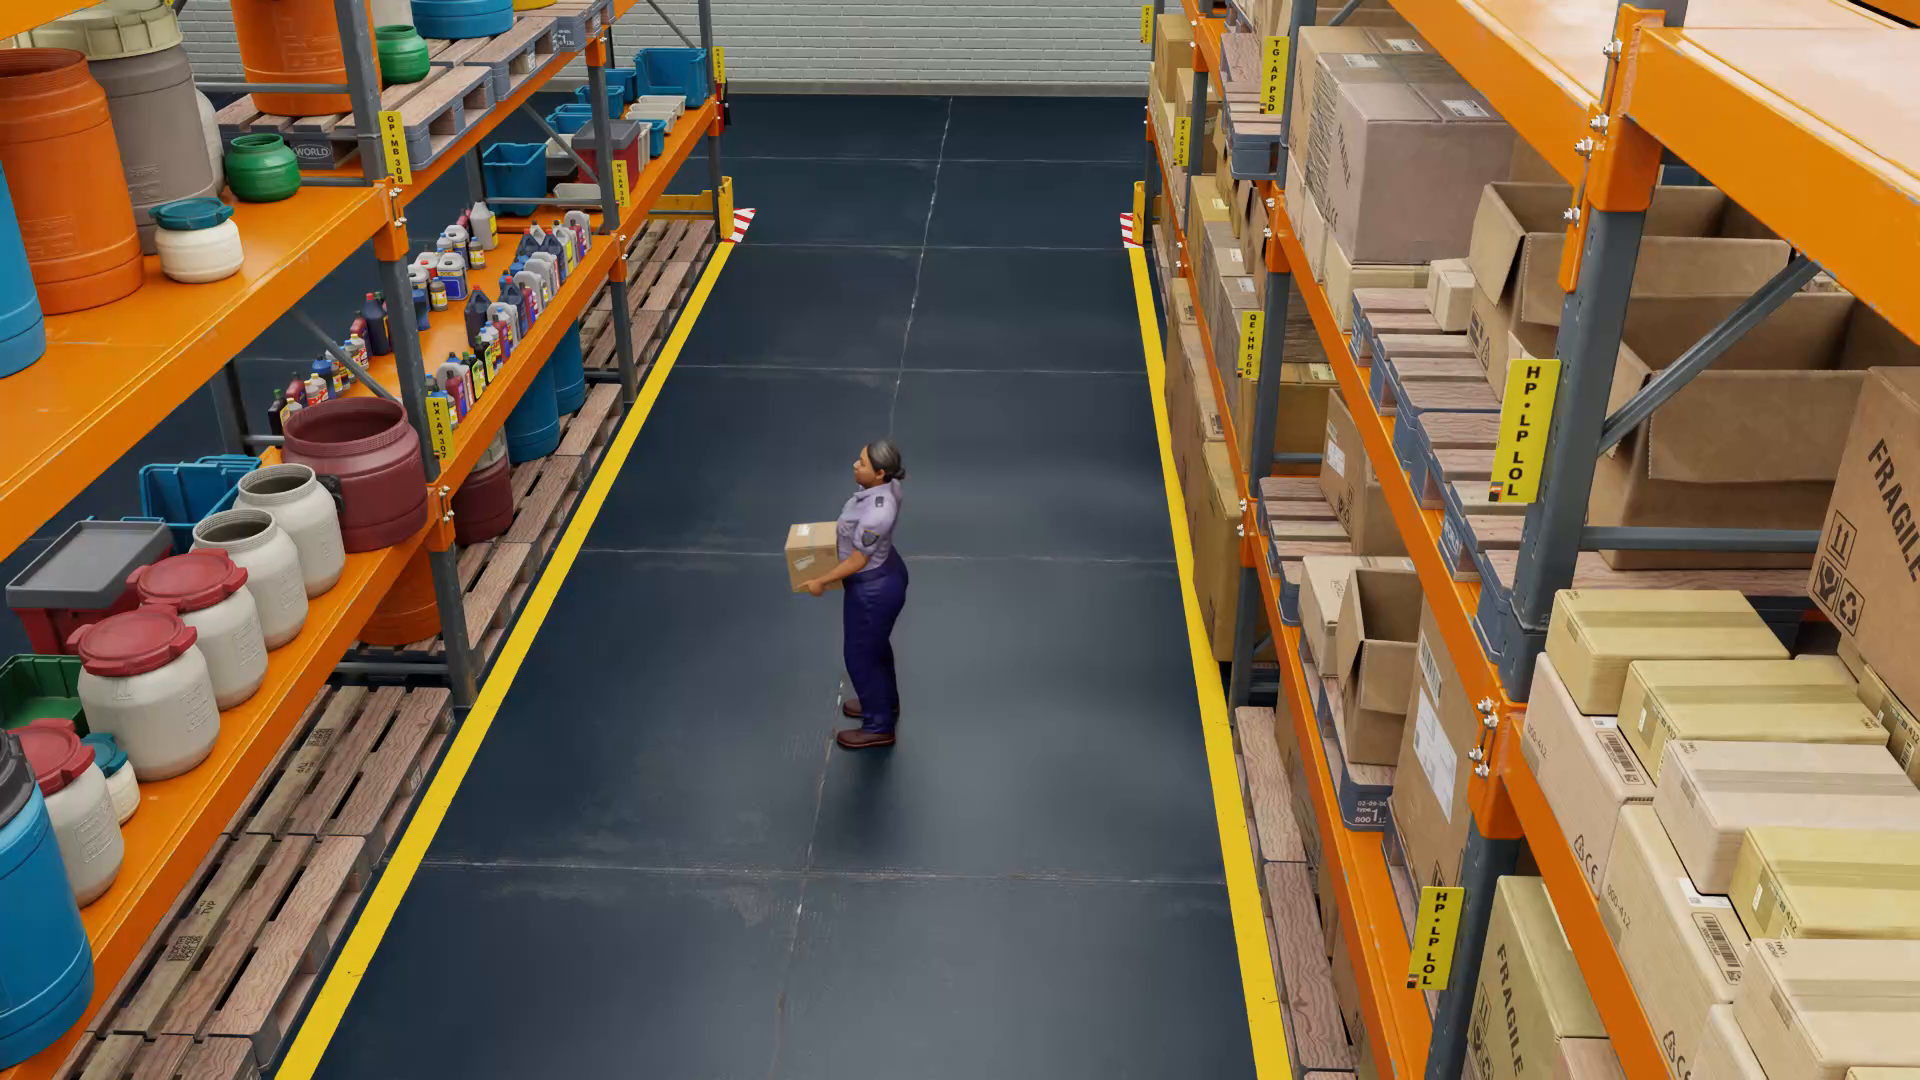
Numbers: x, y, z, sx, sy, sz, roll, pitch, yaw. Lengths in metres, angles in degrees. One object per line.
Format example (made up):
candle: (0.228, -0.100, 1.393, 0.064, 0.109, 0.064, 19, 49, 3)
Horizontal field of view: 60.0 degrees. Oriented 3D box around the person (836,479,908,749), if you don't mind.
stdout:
person: (-0.441, 0.337, 8.234, 0.362, 1.432, 0.451, 1, 28, 2)
